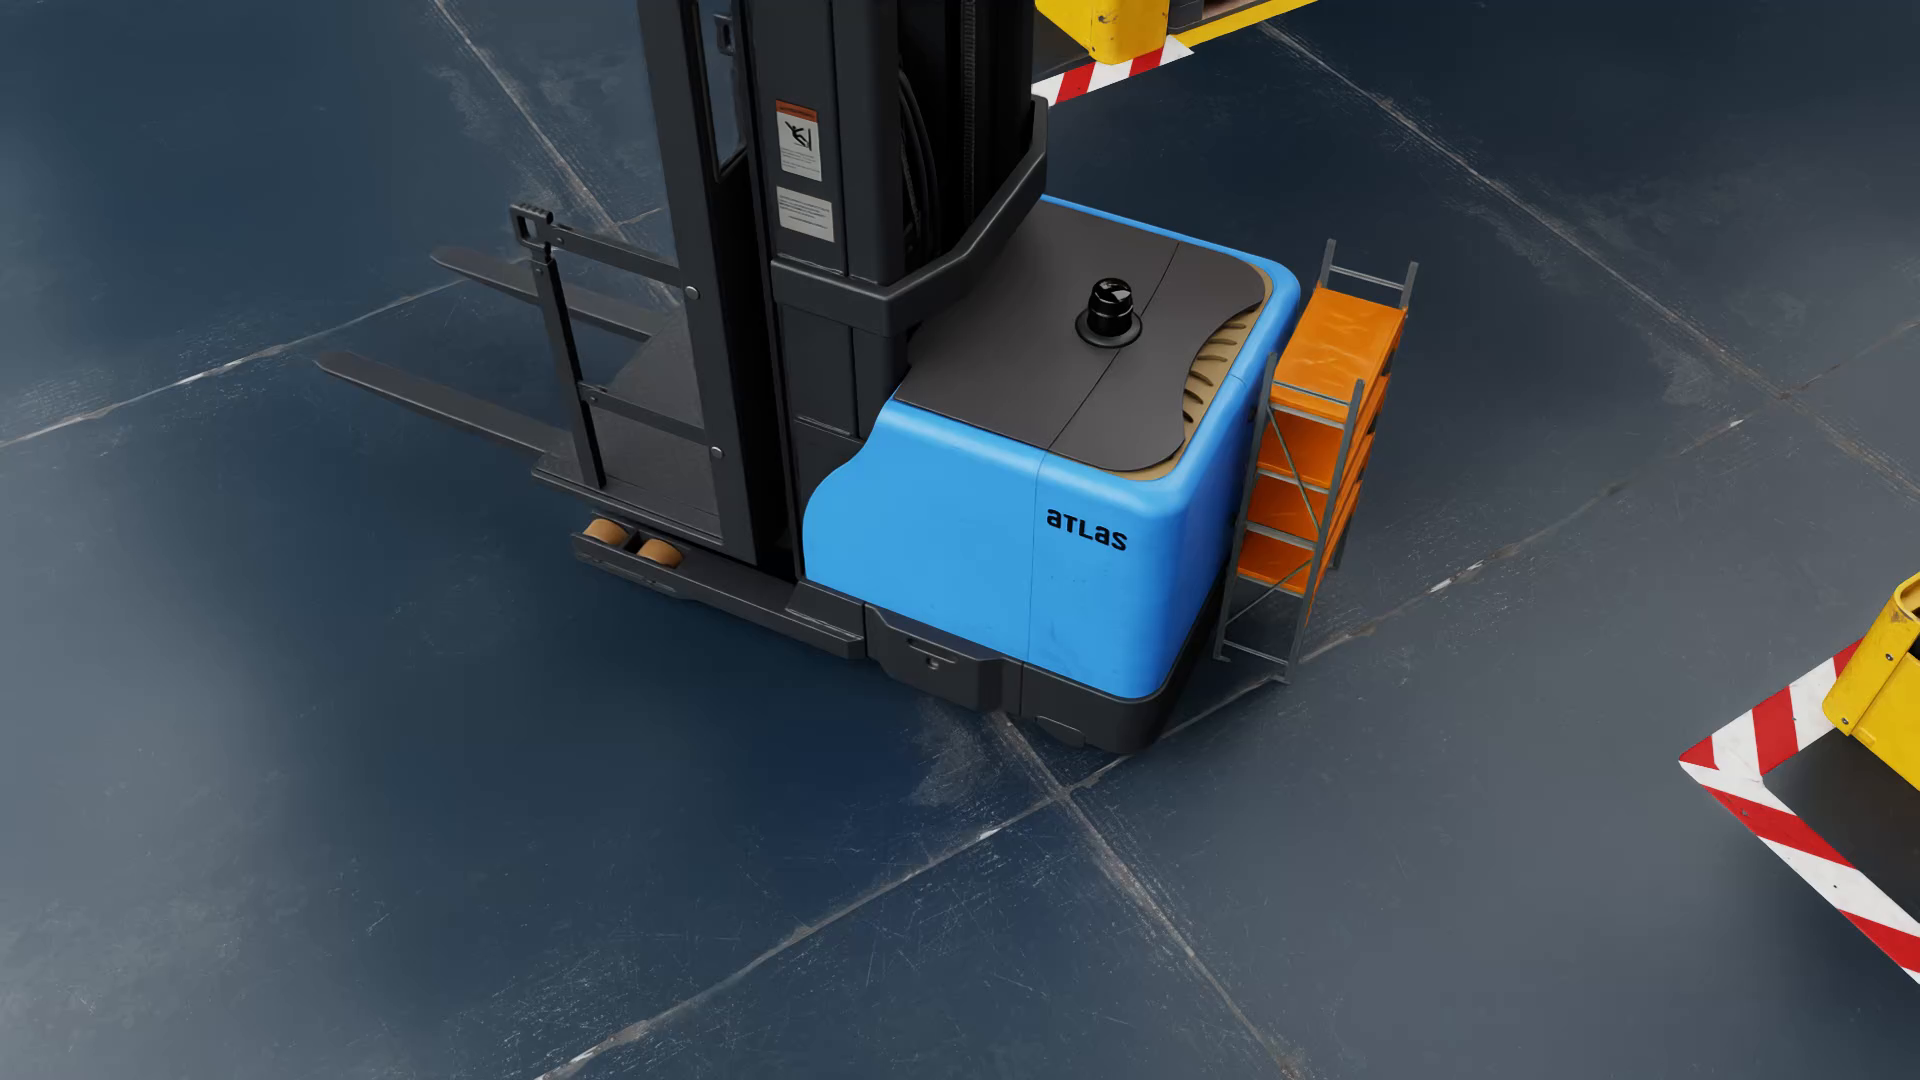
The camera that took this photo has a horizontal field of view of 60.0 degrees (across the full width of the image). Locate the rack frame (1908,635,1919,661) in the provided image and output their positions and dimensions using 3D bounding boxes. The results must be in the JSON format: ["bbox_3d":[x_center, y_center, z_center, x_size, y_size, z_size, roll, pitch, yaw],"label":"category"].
[{"bbox_3d":[2.948,-0.225,3.442,0.127,3.000,1.000,-25,53,-21],"label":"rack frame"}]

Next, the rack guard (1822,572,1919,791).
[{"bbox_3d":[2.928,0.616,4.367,0.348,0.500,1.175,-25,53,-21],"label":"rack guard"}]

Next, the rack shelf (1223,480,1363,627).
[{"bbox_3d":[0.965,-0.004,4.806,0.258,0.148,0.480,19,51,16],"label":"rack shelf"}]

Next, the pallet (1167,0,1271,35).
[{"bbox_3d":[1.158,-2.802,7.604,1.213,0.211,1.003,-25,53,-21],"label":"pallet"}]

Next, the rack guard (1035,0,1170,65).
[{"bbox_3d":[0.452,-2.597,7.228,0.348,0.500,1.175,-25,53,-21],"label":"rack guard"}]

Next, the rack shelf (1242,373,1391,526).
[{"bbox_3d":[0.965,-0.285,4.491,0.258,0.148,0.480,19,51,16],"label":"rack shelf"}]

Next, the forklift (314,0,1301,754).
[{"bbox_3d":[-0.624,-1.149,4.311,3.031,2.935,1.130,20,51,17],"label":"forklift"}]

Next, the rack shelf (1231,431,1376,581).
[{"bbox_3d":[0.965,-0.136,4.658,0.258,0.148,0.480,19,51,16],"label":"rack shelf"}]

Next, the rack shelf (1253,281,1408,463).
[{"bbox_3d":[0.965,-0.443,4.314,0.258,0.148,0.480,19,51,16],"label":"rack shelf"}]

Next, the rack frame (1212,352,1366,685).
[{"bbox_3d":[0.861,-0.016,4.461,0.240,1.200,0.015,19,51,16],"label":"rack frame"}]

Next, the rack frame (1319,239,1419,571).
[{"bbox_3d":[1.069,-0.346,4.755,0.240,1.200,0.015,19,51,16],"label":"rack frame"}]

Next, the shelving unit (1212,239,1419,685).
[{"bbox_3d":[0.965,-0.181,4.608,0.258,1.200,0.503,19,51,16],"label":"shelving unit"}]
